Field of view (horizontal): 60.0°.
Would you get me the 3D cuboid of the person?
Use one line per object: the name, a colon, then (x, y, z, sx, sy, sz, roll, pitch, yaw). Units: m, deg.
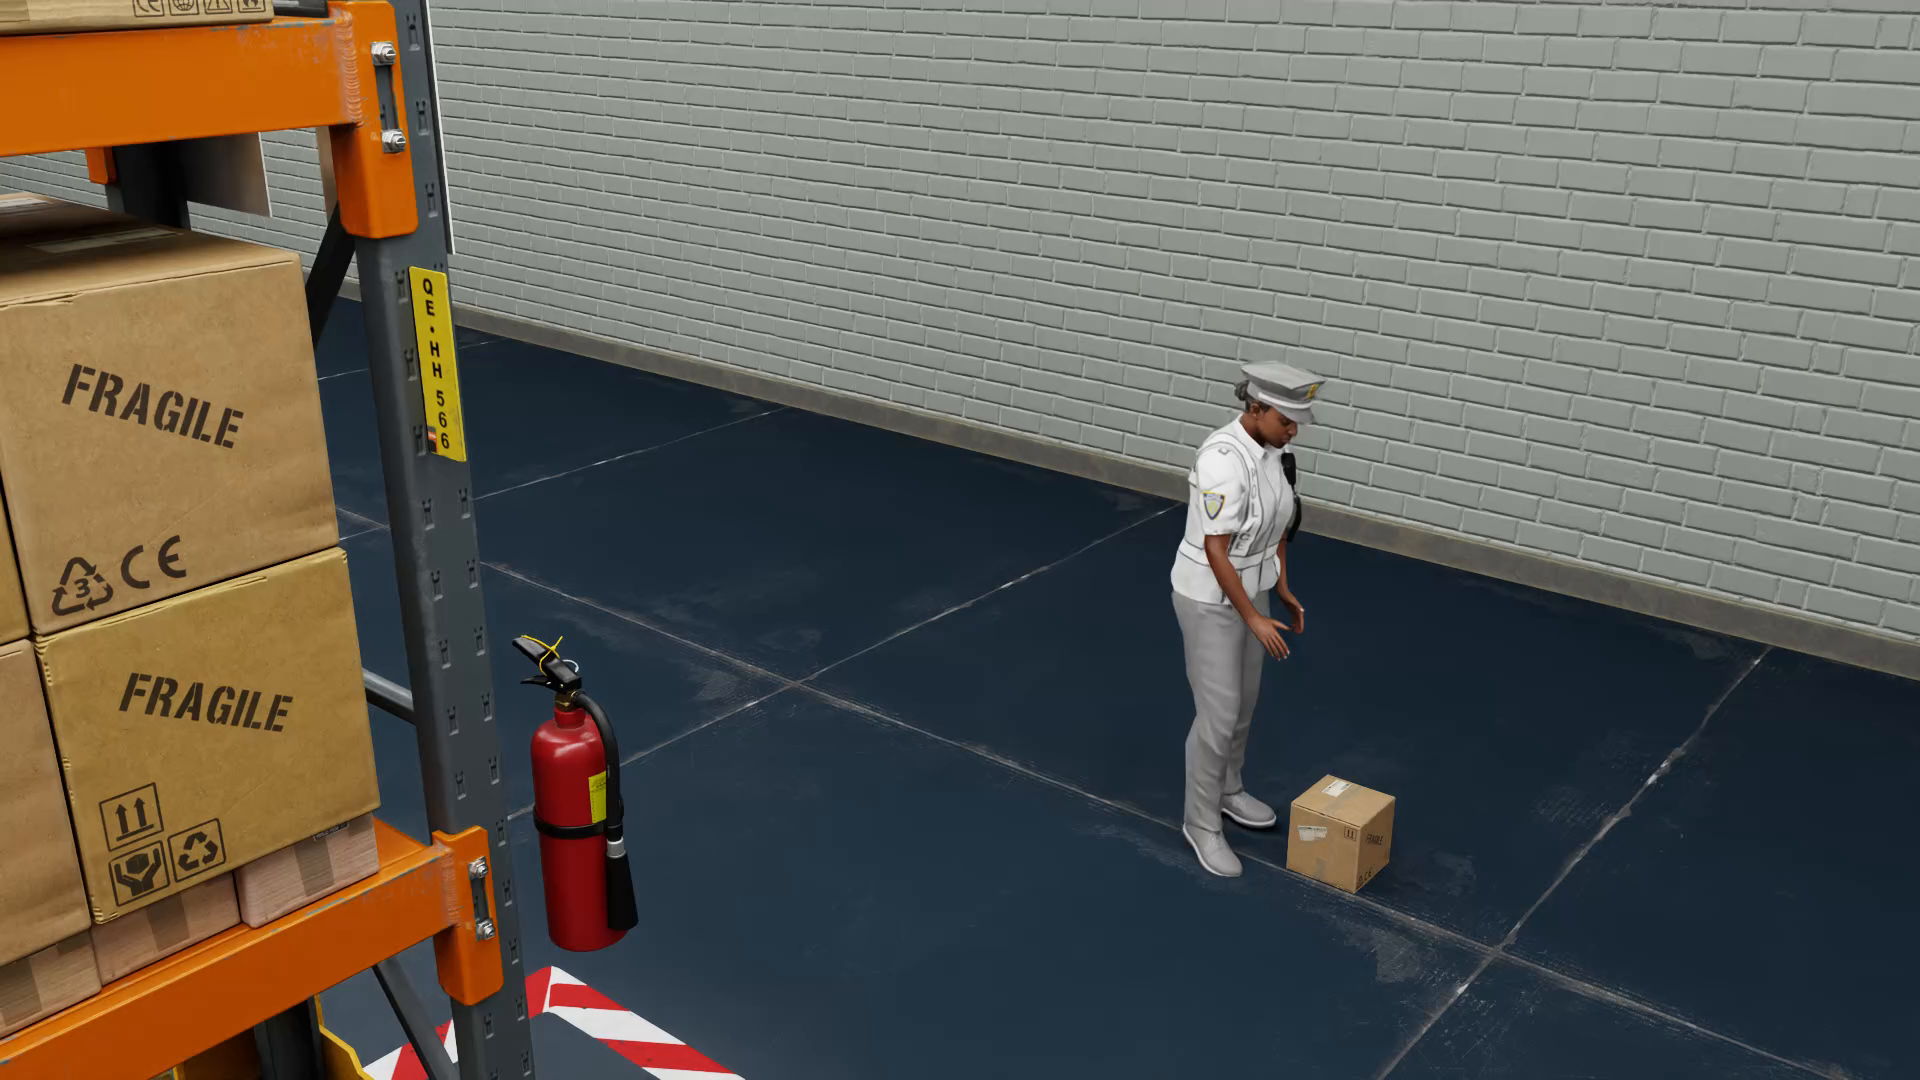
person: (0.919, 0.238, 5.452, 0.493, 1.681, 0.512, 16, 26, 37)
